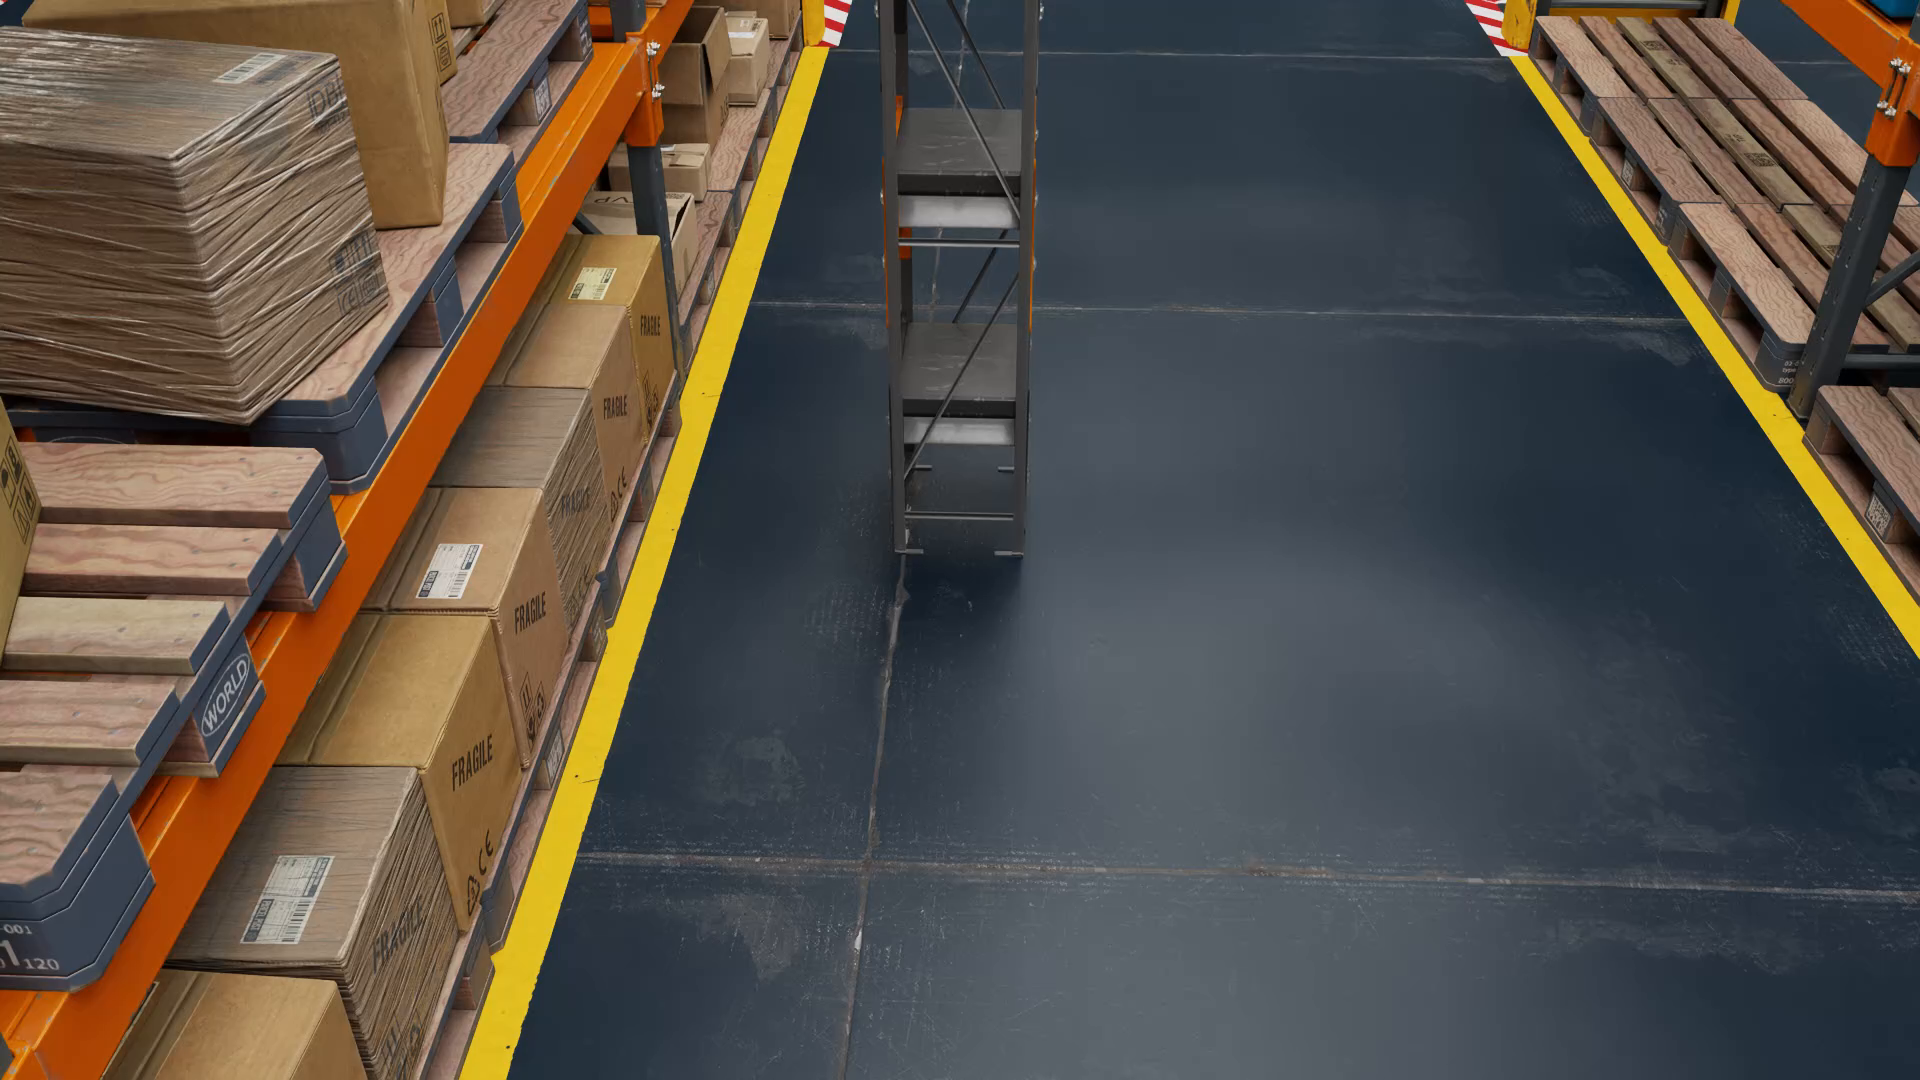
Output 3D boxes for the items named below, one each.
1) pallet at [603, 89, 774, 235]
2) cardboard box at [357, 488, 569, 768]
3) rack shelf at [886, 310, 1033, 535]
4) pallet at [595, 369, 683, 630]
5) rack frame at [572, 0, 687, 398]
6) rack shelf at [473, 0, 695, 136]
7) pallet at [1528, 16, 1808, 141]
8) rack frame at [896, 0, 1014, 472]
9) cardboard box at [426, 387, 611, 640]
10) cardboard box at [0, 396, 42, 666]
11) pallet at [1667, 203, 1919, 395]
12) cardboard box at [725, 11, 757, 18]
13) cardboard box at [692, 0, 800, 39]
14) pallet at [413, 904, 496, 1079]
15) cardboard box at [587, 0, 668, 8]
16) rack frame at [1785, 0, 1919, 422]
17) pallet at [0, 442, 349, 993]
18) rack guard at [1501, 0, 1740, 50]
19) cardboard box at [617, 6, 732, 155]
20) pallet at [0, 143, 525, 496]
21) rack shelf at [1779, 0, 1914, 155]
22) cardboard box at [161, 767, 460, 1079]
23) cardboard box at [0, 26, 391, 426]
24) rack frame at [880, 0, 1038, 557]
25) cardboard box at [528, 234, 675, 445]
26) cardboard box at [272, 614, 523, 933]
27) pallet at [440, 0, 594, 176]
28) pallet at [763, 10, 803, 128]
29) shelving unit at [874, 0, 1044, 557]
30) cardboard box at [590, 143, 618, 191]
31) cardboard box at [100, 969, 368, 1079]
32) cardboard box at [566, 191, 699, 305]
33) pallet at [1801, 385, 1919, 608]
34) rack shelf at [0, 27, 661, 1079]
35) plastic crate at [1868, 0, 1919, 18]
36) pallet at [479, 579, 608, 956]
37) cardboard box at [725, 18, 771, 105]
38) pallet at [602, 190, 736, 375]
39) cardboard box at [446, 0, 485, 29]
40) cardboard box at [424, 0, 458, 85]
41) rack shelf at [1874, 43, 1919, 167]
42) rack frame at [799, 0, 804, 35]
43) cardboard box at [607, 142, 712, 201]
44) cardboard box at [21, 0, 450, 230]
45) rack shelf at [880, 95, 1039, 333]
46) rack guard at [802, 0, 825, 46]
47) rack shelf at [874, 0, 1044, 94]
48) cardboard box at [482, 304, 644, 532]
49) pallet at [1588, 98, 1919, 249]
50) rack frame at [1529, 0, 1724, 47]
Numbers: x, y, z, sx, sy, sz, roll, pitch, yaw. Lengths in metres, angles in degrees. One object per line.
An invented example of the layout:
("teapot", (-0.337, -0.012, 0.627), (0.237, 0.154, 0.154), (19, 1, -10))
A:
("pallet", (-1.427, -1.740, 7.543), (1.003, 0.211, 1.213), (1, 35, 2))
("cardboard box", (-1.302, 0.213, 4.130), (0.500, 0.500, 0.500), (0, 35, 0))
("rack shelf", (0.007, -0.370, 5.192), (0.431, 0.518, 0.480), (1, 35, 2))
("pallet", (-1.496, -0.175, 5.315), (1.003, 0.211, 1.213), (1, 35, 2))
("rack frame", (-1.502, -1.784, 5.180), (1.000, 3.000, 0.127), (1, 35, 2))
("rack shelf", (-1.421, -2.639, 7.022), (1.077, 0.370, 4.000), (1, 35, 2))
("pallet", (3.536, -2.352, 8.413), (1.003, 0.211, 1.213), (1, 35, 2))
("rack frame", (0.016, -1.094, 4.981), (0.400, 2.100, 0.015), (1, 35, 2))
("cardboard box", (-1.284, -0.079, 4.545), (0.500, 0.500, 0.500), (2, 35, 2))
("cardboard box", (-1.750, -0.063, 2.279), (0.700, 0.500, 0.500), (-10, 36, -14))
("pallet", (3.438, -0.950, 6.418), (1.003, 0.211, 1.213), (1, 35, 2))
("cardboard box", (-1.223, -2.554, 8.357), (0.380, 0.166, 0.250), (1, 35, 2))
("cardboard box", (-1.117, -2.921, 8.589), (0.500, 0.500, 0.500), (1, 35, 2))
("pallet", (-1.594, 1.227, 3.321), (1.003, 0.211, 1.213), (1, 35, 2))
("cardboard box", (-1.209, -2.111, 5.559), (0.500, 0.500, 0.500), (2, 35, 3))
("rack frame", (3.448, -1.667, 5.014), (1.000, 3.000, 0.127), (1, 35, 2))
("pallet", (-1.705, 0.202, 2.521), (1.213, 0.211, 1.003), (1, 35, 2))
("rack guard", (3.596, -2.957, 9.023), (1.175, 0.500, 0.348), (1, 35, 2))
("cardboard box", (-1.431, -2.022, 7.307), (0.797, 0.503, 0.637), (1, 35, 2))
("pallet", (-1.589, -0.525, 3.555), (1.003, 0.211, 1.213), (1, 35, 2))
("rack shelf", (3.528, -2.522, 6.856), (1.077, 0.370, 4.000), (1, 35, 2))
("cardboard box", (-1.343, 0.801, 3.293), (0.500, 0.500, 0.500), (0, 35, 0))
("cardboard box", (-1.522, -0.584, 3.020), (0.700, 0.500, 0.500), (8, 36, 11))
("rack frame", (-0.003, -0.814, 4.582), (0.400, 2.100, 0.015), (1, 35, 2))
("cardboard box", (-1.235, -0.651, 5.359), (0.500, 0.500, 0.500), (1, 35, 2))
("cardboard box", (-1.318, 0.513, 3.703), (0.500, 0.500, 0.500), (1, 35, 1))
("pallet", (-1.643, -1.249, 4.585), (1.003, 0.211, 1.213), (1, 35, 2))
("pallet", (-1.375, -2.439, 8.538), (1.003, 0.211, 1.213), (1, 35, 2))
("shelving unit", (0.007, -0.954, 4.782), (0.431, 2.100, 0.503), (1, 35, 2))
("cardboard box", (-1.732, -1.629, 6.915), (0.500, 0.311, 0.500), (1, 35, 2))
("cardboard box", (-1.358, 1.102, 2.865), (0.500, 0.500, 0.500), (3, 35, 4))
("cardboard box", (-1.269, -1.100, 6.162), (0.500, 0.311, 0.500), (1, 35, 2))
("pallet", (3.375, -0.084, 5.186), (1.003, 0.211, 1.213), (1, 35, 2))
("rack shelf", (-1.582, -0.341, 3.752), (1.077, 0.370, 4.000), (1, 35, 2))
("plastic crate", (3.126, -1.962, 5.394), (0.392, 0.384, 0.575), (1, 35, 2))
("pallet", (-1.543, 0.528, 4.315), (1.003, 0.211, 1.213), (1, 35, 2))
("cardboard box", (-1.185, -2.274, 7.886), (0.500, 0.250, 0.500), (1, 35, 2))
("pallet", (-1.473, -1.038, 6.543), (1.003, 0.211, 1.213), (1, 35, 2))
("cardboard box", (-1.744, -1.730, 4.650), (0.700, 0.500, 0.500), (-10, 36, -14))
("cardboard box", (-1.708, -1.333, 4.086), (0.700, 0.500, 0.500), (7, 36, 9))
("rack shelf", (3.367, -0.224, 3.586), (1.077, 0.370, 4.000), (1, 35, 2))
("rack frame", (-1.341, -4.082, 8.450), (1.000, 3.000, 0.127), (1, 35, 2))
("cardboard box", (-1.244, -1.538, 6.911), (0.380, 0.166, 0.250), (1, 35, 2))
("cardboard box", (-1.511, -0.980, 3.584), (0.700, 0.500, 0.500), (-7, 36, -10))
("rack shelf", (0.007, -0.943, 4.789), (0.431, 0.518, 0.480), (1, 35, 2))
("rack guard", (-1.344, -3.016, 9.106), (1.175, 0.500, 0.348), (1, 35, 2))
("rack shelf", (0.007, -1.516, 4.387), (0.431, 0.518, 0.480), (1, 35, 2))
("cardboard box", (-1.263, -0.367, 4.955), (0.500, 0.500, 0.500), (1, 35, 2))
("pallet", (3.485, -1.653, 7.418), (1.003, 0.211, 1.213), (1, 35, 2))
("rack frame", (3.608, -3.966, 8.284), (1.000, 3.000, 0.127), (1, 35, 2))
